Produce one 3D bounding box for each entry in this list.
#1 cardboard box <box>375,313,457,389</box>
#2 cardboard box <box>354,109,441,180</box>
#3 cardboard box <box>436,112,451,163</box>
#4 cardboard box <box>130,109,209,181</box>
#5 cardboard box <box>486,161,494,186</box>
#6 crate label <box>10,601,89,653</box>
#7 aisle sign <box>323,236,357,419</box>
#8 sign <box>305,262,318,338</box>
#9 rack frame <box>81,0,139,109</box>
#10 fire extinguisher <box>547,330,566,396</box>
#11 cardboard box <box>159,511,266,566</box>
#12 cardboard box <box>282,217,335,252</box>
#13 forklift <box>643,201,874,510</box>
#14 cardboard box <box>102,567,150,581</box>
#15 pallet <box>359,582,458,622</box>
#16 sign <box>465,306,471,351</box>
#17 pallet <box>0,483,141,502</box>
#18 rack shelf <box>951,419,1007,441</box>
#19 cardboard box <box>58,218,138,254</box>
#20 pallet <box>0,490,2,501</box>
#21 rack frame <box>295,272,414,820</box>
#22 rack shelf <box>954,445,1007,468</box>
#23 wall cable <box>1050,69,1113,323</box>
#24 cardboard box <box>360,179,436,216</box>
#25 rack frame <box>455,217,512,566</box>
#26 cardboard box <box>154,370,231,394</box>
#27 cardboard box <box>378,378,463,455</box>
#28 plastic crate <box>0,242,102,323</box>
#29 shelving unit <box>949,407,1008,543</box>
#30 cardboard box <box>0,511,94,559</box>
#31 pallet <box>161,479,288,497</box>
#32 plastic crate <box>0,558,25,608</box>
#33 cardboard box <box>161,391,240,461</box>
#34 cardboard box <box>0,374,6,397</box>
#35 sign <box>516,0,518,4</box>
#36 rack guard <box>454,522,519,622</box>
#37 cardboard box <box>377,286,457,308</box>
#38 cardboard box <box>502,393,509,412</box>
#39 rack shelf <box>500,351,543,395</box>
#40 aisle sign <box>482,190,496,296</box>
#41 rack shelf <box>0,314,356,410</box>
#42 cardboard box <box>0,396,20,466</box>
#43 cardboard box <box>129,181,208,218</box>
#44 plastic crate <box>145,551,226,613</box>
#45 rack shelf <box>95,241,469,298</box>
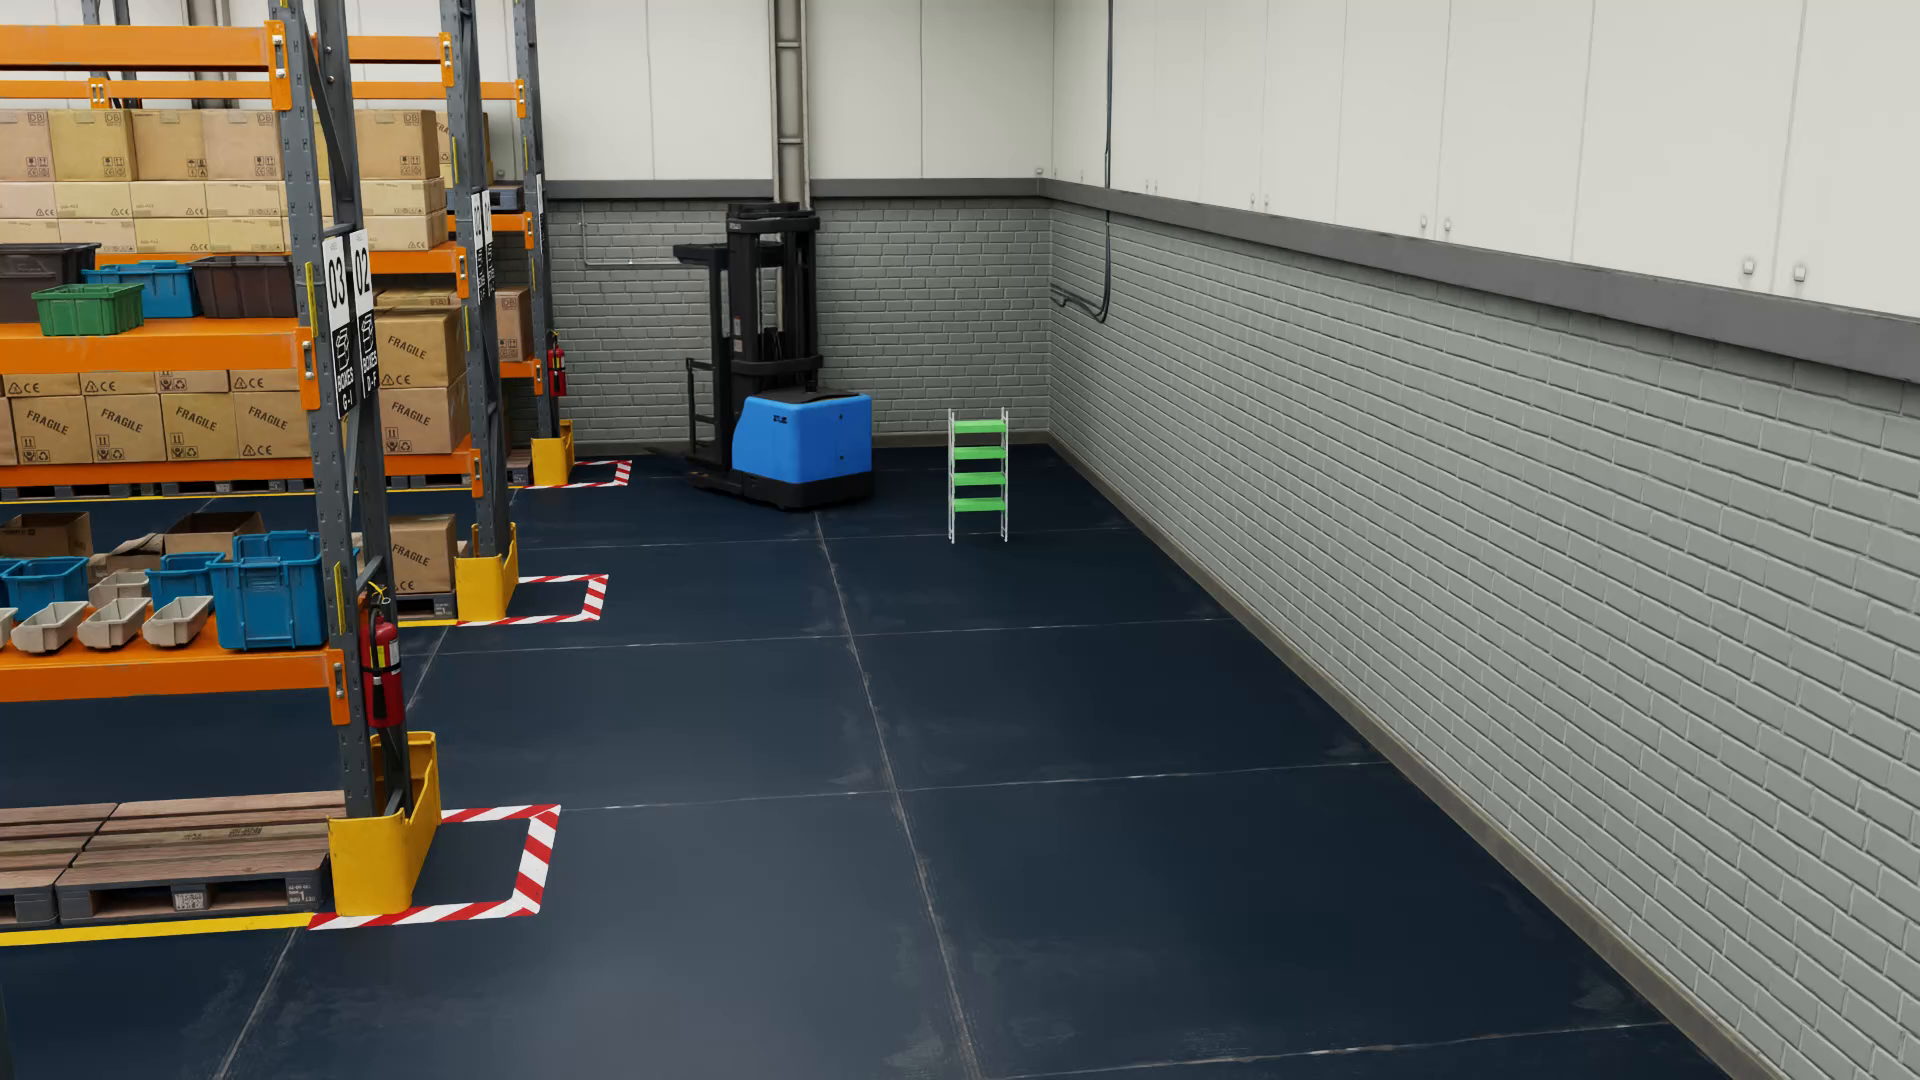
[{"bbox_3d":[-4.081,-1.426,12.479,0.500,0.500,0.500,-2,14,-9],"label":"cardboard box"},{"bbox_3d":[-4.187,-2.940,12.352,0.500,0.500,0.700,-2,14,-8],"label":"cardboard box"},{"bbox_3d":[-5.107,-4.072,16.823,0.500,0.500,0.500,-2,14,-8],"label":"cardboard box"},{"bbox_3d":[-5.681,-2.903,12.203,0.500,0.500,0.700,-2,14,-8],"label":"cardboard box"},{"bbox_3d":[-5.182,-3.833,17.411,0.500,0.250,0.500,-1,14,-5],"label":"cardboard box"},{"bbox_3d":[-4.288,0.412,7.831,0.243,0.136,0.396,-2,14,-8],"label":"crate label"},{"bbox_3d":[-2.833,-0.976,7.602,0.004,0.787,0.394,-2,14,-8],"label":"aisle sign"},{"bbox_3d":[-2.850,-1.055,7.312,0.005,0.325,0.100,-2,14,-8],"label":"sign"},{"bbox_3d":[-8.379,-4.931,16.384,0.127,3.000,1.000,-2,14,-8],"label":"rack frame"},{"bbox_3d":[-4.206,-1.842,17.325,0.183,0.674,0.296,-2,14,-8],"label":"fire extinguisher"},{"bbox_3d":[-5.780,0.099,12.889,0.637,0.503,0.797,-2,14,-8],"label":"cardboard box"},{"bbox_3d":[-4.647,-2.259,12.205,0.500,0.250,0.500,-2,14,-8],"label":"cardboard box"},{"bbox_3d":[-2.235,-2.011,17.214,1.130,2.935,3.031,-13,19,-41],"label":"forklift"},{"bbox_3d":[-6.336,0.335,12.642,0.250,0.166,0.380,-2,14,-8],"label":"cardboard box"},{"bbox_3d":[-4.545,0.410,13.153,1.213,0.211,1.003,-2,14,-8],"label":"pallet"},{"bbox_3d":[-3.619,-1.555,12.226,0.005,0.325,0.100,-2,14,-8],"label":"sign"},{"bbox_3d":[-9.131,-0.622,17.269,1.213,0.211,1.003,-2,14,-8],"label":"pallet"},{"bbox_3d":[0.164,-0.992,14.999,0.480,0.148,0.258,-2,14,-8],"label":"rack shelf"},{"bbox_3d":[-6.130,-2.205,11.988,0.500,0.250,0.500,-2,14,-8],"label":"cardboard box"},{"bbox_3d":[-10.340,-0.577,17.089,1.213,0.211,1.003,-2,14,-8],"label":"pallet"},{"bbox_3d":[-2.948,0.217,8.189,0.127,3.000,1.000,-2,14,-8],"label":"rack frame"},{"bbox_3d":[0.164,-0.759,15.057,0.480,0.148,0.258,-2,14,-8],"label":"rack shelf"},{"bbox_3d":[1.223,-3.689,17.814,0.112,2.526,3.097,-2,14,-8],"label":"wall cable"},{"bbox_3d":[-4.152,-2.519,12.214,0.500,0.250,0.500,-2,14,-8],"label":"cardboard box"},{"bbox_3d":[-3.682,-0.974,12.941,0.127,3.000,1.000,-2,14,-8],"label":"rack frame"},{"bbox_3d":[-5.600,-1.369,12.251,0.500,0.500,0.500,-2,14,-7],"label":"cardboard box"},{"bbox_3d":[-4.084,-0.941,12.603,0.500,0.500,0.500,-2,14,-7],"label":"cardboard box"},{"bbox_3d":[-4.499,-1.218,7.875,0.767,0.338,0.504,-2,14,-8],"label":"plastic crate"},{"bbox_3d":[0.164,-0.588,15.100,0.503,1.200,0.258,-2,14,-8],"label":"shelving unit"},{"bbox_3d":[-7.116,0.081,12.968,0.500,0.500,0.500,-2,14,-8],"label":"cardboard box"},{"bbox_3d":[-7.615,-0.677,17.487,1.213,0.211,1.003,-2,14,-8],"label":"pallet"},{"bbox_3d":[-4.840,0.258,8.249,0.300,0.233,0.416,-2,14,-8],"label":"plastic crate"},{"bbox_3d":[-5.589,-0.887,12.385,0.500,0.500,0.500,-2,14,-9],"label":"cardboard box"},{"bbox_3d":[-7.129,-1.312,12.027,0.500,0.500,0.500,-2,14,-7],"label":"cardboard box"},{"bbox_3d":[-4.357,-5.436,16.316,0.005,0.325,0.100,-2,14,-8],"label":"sign"},{"bbox_3d":[-3.757,0.241,13.234,0.348,0.500,1.175,-2,14,-8],"label":"rack guard"},{"bbox_3d":[-5.644,-2.261,17.456,0.700,0.700,0.980,-2,14,-9],"label":"cardboard box"},{"bbox_3d":[-5.007,-1.475,17.878,0.250,0.149,0.380,-2,14,-8],"label":"cardboard box"},{"bbox_3d":[-6.401,-1.744,17.490,4.000,0.370,1.077,-2,14,-8],"label":"rack shelf"},{"bbox_3d":[-3.658,-2.308,12.916,0.004,0.787,0.394,-2,14,-8],"label":"aisle sign"},{"bbox_3d":[-4.925,-0.816,7.623,4.000,0.370,1.077,-2,14,-8],"label":"rack shelf"},{"bbox_3d":[-7.093,-0.831,12.163,0.500,0.500,0.500,-2,14,-7],"label":"cardboard box"},{"bbox_3d":[-5.635,-2.464,11.995,0.500,0.250,0.500,-2,14,-8],"label":"cardboard box"},{"bbox_3d":[-3.892,0.223,8.387,0.300,0.233,0.416,-2,14,-8],"label":"plastic crate"},{"bbox_3d":[-5.660,-2.008,12.374,4.000,0.370,1.077,-2,14,-8],"label":"rack shelf"}]
